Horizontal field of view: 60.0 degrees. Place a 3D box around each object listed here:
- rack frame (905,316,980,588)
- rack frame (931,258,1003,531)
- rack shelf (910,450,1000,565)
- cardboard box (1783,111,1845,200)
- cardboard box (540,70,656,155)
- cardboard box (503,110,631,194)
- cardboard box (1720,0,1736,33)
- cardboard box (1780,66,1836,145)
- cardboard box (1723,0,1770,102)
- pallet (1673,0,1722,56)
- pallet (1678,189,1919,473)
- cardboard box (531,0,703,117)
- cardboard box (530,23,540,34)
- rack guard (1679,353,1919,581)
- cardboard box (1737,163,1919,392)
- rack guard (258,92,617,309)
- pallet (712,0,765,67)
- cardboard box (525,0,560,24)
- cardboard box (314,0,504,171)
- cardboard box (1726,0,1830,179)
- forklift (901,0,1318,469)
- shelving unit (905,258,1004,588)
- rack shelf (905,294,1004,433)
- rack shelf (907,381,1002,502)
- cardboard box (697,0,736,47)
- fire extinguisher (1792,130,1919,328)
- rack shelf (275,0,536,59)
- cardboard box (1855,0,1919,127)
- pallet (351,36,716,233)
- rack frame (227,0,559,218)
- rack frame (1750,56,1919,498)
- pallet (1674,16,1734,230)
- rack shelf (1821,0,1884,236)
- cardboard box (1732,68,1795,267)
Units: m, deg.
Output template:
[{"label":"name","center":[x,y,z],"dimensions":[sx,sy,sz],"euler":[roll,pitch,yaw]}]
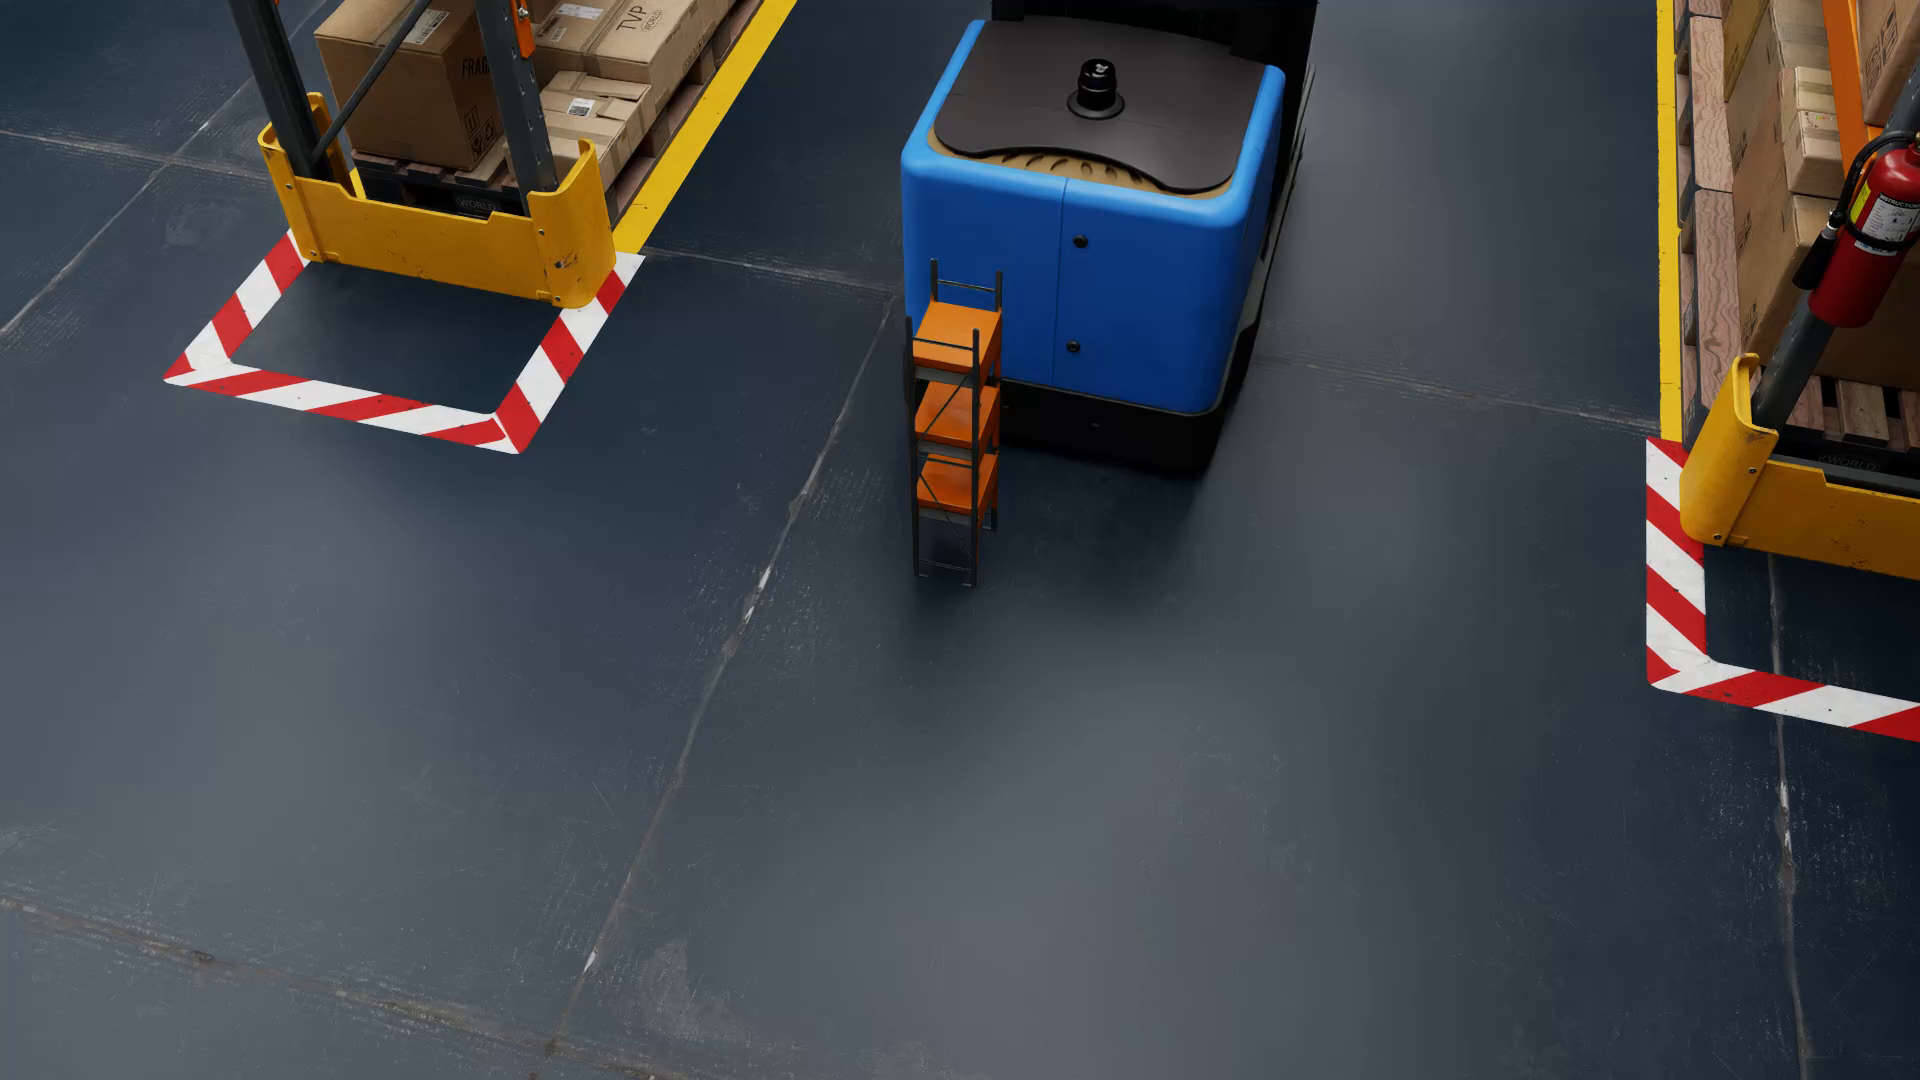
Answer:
[{"label":"rack frame","center":[-0.046,-0.220,4.744],"dimensions":[0.200,1.050,0.008],"euler":[12,50,10]},{"label":"rack frame","center":[0.018,-0.397,4.900],"dimensions":[0.200,1.050,0.008],"euler":[12,50,10]},{"label":"rack shelf","center":[-0.014,-0.118,5.039],"dimensions":[0.215,0.259,0.240],"euler":[12,50,10]},{"label":"cardboard box","center":[2.839,-1.204,5.266],"dimensions":[0.380,0.149,0.250],"euler":[11,49,10]},{"label":"cardboard box","center":[-1.379,-1.621,6.276],"dimensions":[0.380,0.166,0.250],"euler":[12,50,10]},{"label":"cardboard box","center":[-1.445,-1.434,6.123],"dimensions":[0.380,0.149,0.250],"euler":[12,50,10]},{"label":"cardboard box","center":[3.515,-2.344,6.705],"dimensions":[0.700,0.500,0.500],"euler":[11,50,10]},{"label":"cardboard box","center":[2.906,-1.389,5.429],"dimensions":[0.380,0.149,0.250],"euler":[13,50,11]},{"label":"cardboard box","center":[3.378,-1.973,6.378],"dimensions":[0.700,0.500,0.500],"euler":[13,50,11]},{"label":"pallet","center":[3.671,-2.458,7.279],"dimensions":[1.003,0.211,1.213],"euler":[12,50,10]},{"label":"pallet","center":[3.028,-0.693,5.721],"dimensions":[1.003,0.211,1.213],"euler":[12,50,10]},{"label":"cardboard box","center":[-1.338,-1.932,6.495],"dimensions":[0.500,0.250,0.500],"euler":[12,50,10]},{"label":"cardboard box","center":[-1.788,-1.922,6.542],"dimensions":[0.380,0.166,0.250],"euler":[12,50,10]},{"label":"rack guard","center":[2.887,-0.178,5.073],"dimensions":[1.175,0.500,0.348],"euler":[12,50,10]},{"label":"cardboard box","center":[2.981,-0.860,5.396],"dimensions":[0.700,0.500,0.500],"euler":[12,50,10]},{"label":"rack guard","center":[-1.867,-1.225,5.998],"dimensions":[1.175,0.500,0.348],"euler":[12,50,10]},{"label":"pallet","center":[-1.335,-2.586,7.392],"dimensions":[1.003,0.211,1.213],"euler":[12,50,10]},{"label":"cardboard box","center":[-1.702,-2.356,6.869],"dimensions":[0.500,0.250,0.500],"euler":[12,50,10]},{"label":"cardboard box","center":[-1.981,-1.757,6.174],"dimensions":[0.500,0.500,0.500],"euler":[12,50,10]},{"label":"cardboard box","center":[3.245,-1.586,6.036],"dimensions":[0.700,0.500,0.500],"euler":[10,49,9]},{"label":"forklift","center":[0.714,-2.330,5.352],"dimensions":[1.130,2.935,3.031],"euler":[12,50,11]},{"label":"shelving unit","center":[-0.014,-0.309,4.822],"dimensions":[0.215,1.050,0.252],"euler":[12,50,10]},{"label":"rack shelf","center":[-0.014,-0.489,4.617],"dimensions":[0.215,0.259,0.240],"euler":[12,50,10]},{"label":"rack shelf","center":[-0.014,-0.302,4.830],"dimensions":[0.215,0.259,0.240],"euler":[12,50,10]},{"label":"cardboard box","center":[-1.207,-2.293,6.814],"dimensions":[0.500,0.250,0.500],"euler":[12,50,10]},{"label":"fire extinguisher","center":[2.409,-0.855,4.304],"dimensions":[0.296,0.674,0.183],"euler":[12,50,10]},{"label":"rack shelf","center":[-1.360,-3.206,6.558],"dimensions":[1.077,0.370,4.000],"euler":[12,50,10]},{"label":"cardboard box","center":[3.018,-1.492,4.366],"dimensions":[0.980,0.700,0.700],"euler":[14,50,12]},{"label":"pallet","center":[-1.658,-1.706,6.615],"dimensions":[1.003,0.211,1.213],"euler":[12,50,10]},{"label":"rack frame","center":[-1.887,-1.997,5.012],"dimensions":[1.000,3.000,0.127],"euler":[12,50,10]},{"label":"rack frame","center":[2.893,-1.022,4.152],"dimensions":[1.000,3.000,0.127],"euler":[12,50,10]},{"label":"pallet","center":[3.351,-1.573,6.498],"dimensions":[1.003,0.211,1.213],"euler":[12,50,10]},{"label":"rack shelf","center":[3.420,-2.231,5.698],"dimensions":[1.077,0.370,4.000],"euler":[12,50,10]},{"label":"cardboard box","center":[3.113,-1.222,5.715],"dimensions":[0.700,0.500,0.500],"euler":[11,50,10]}]
